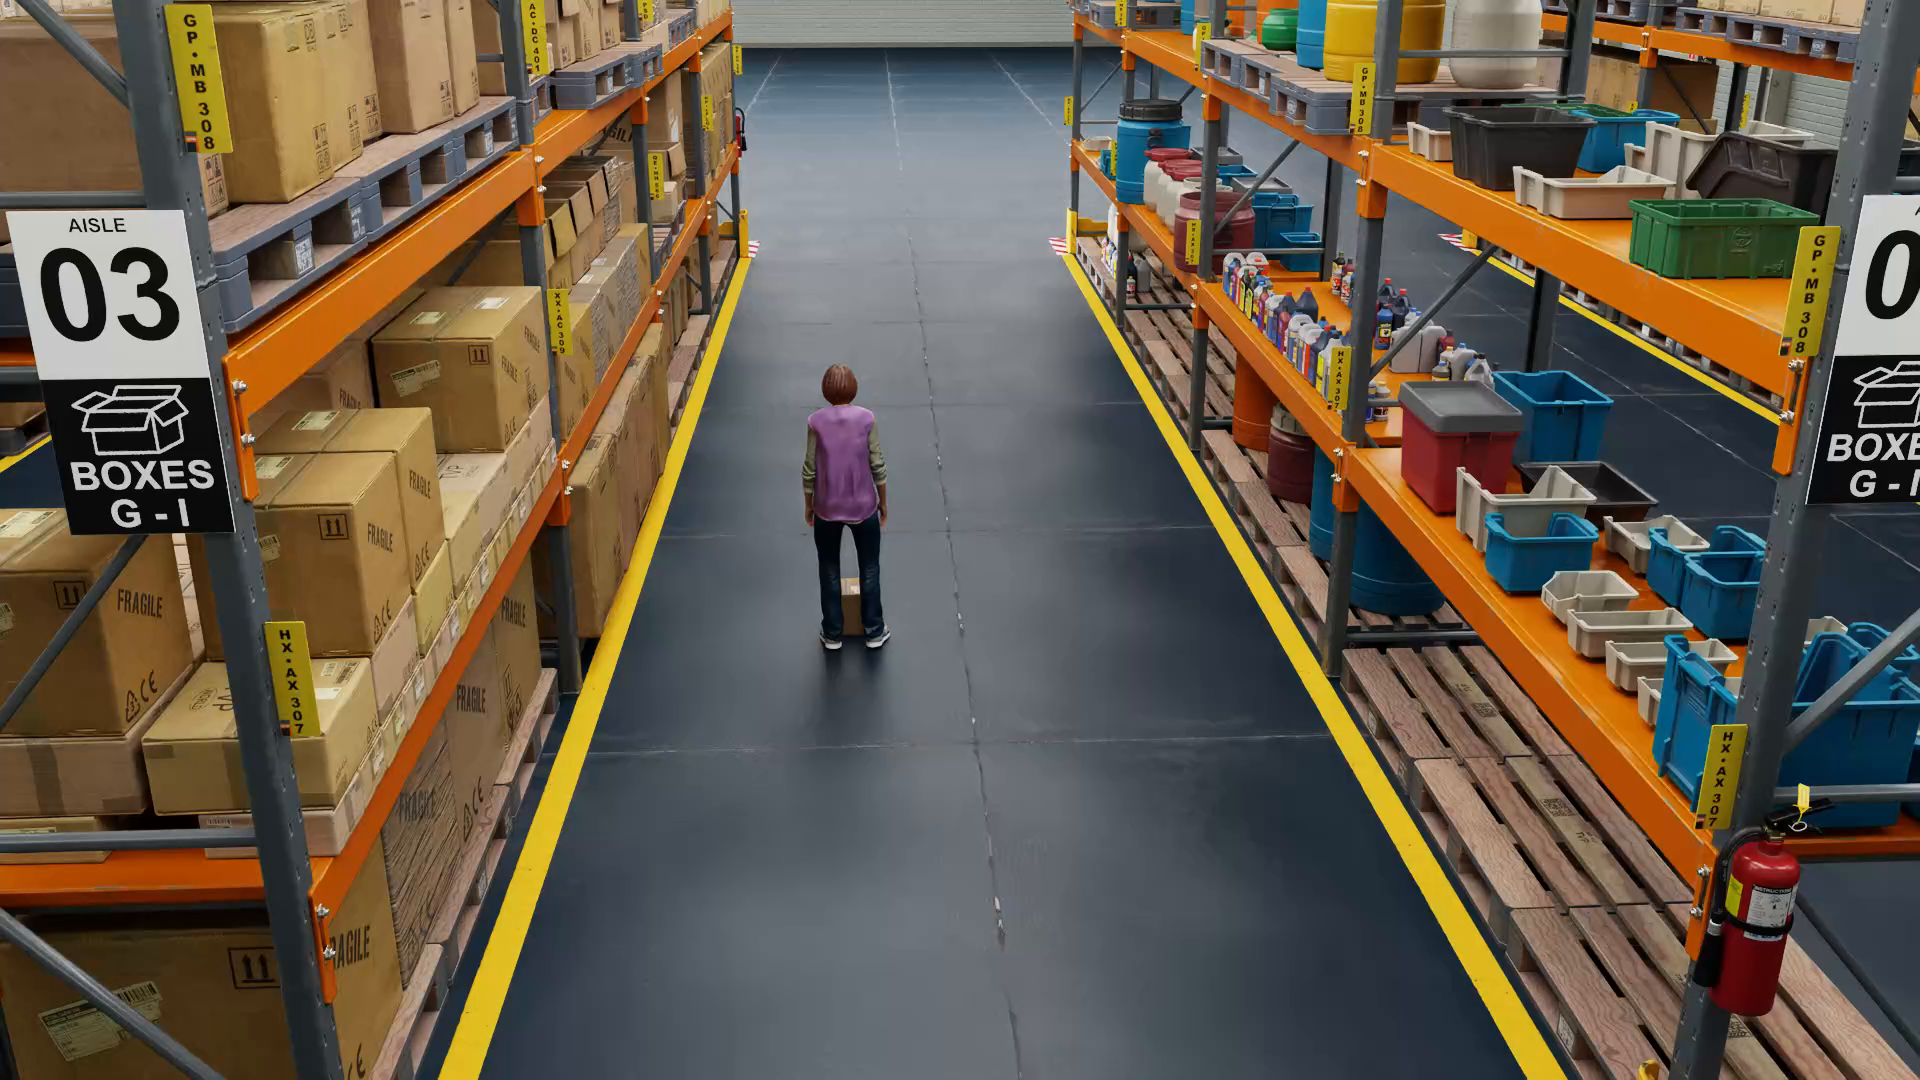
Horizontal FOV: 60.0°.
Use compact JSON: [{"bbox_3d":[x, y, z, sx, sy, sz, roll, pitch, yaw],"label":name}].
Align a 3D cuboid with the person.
[{"bbox_3d":[-0.621,-0.163,9.028,0.459,1.591,0.348,-1,21,-3],"label":"person"}]
